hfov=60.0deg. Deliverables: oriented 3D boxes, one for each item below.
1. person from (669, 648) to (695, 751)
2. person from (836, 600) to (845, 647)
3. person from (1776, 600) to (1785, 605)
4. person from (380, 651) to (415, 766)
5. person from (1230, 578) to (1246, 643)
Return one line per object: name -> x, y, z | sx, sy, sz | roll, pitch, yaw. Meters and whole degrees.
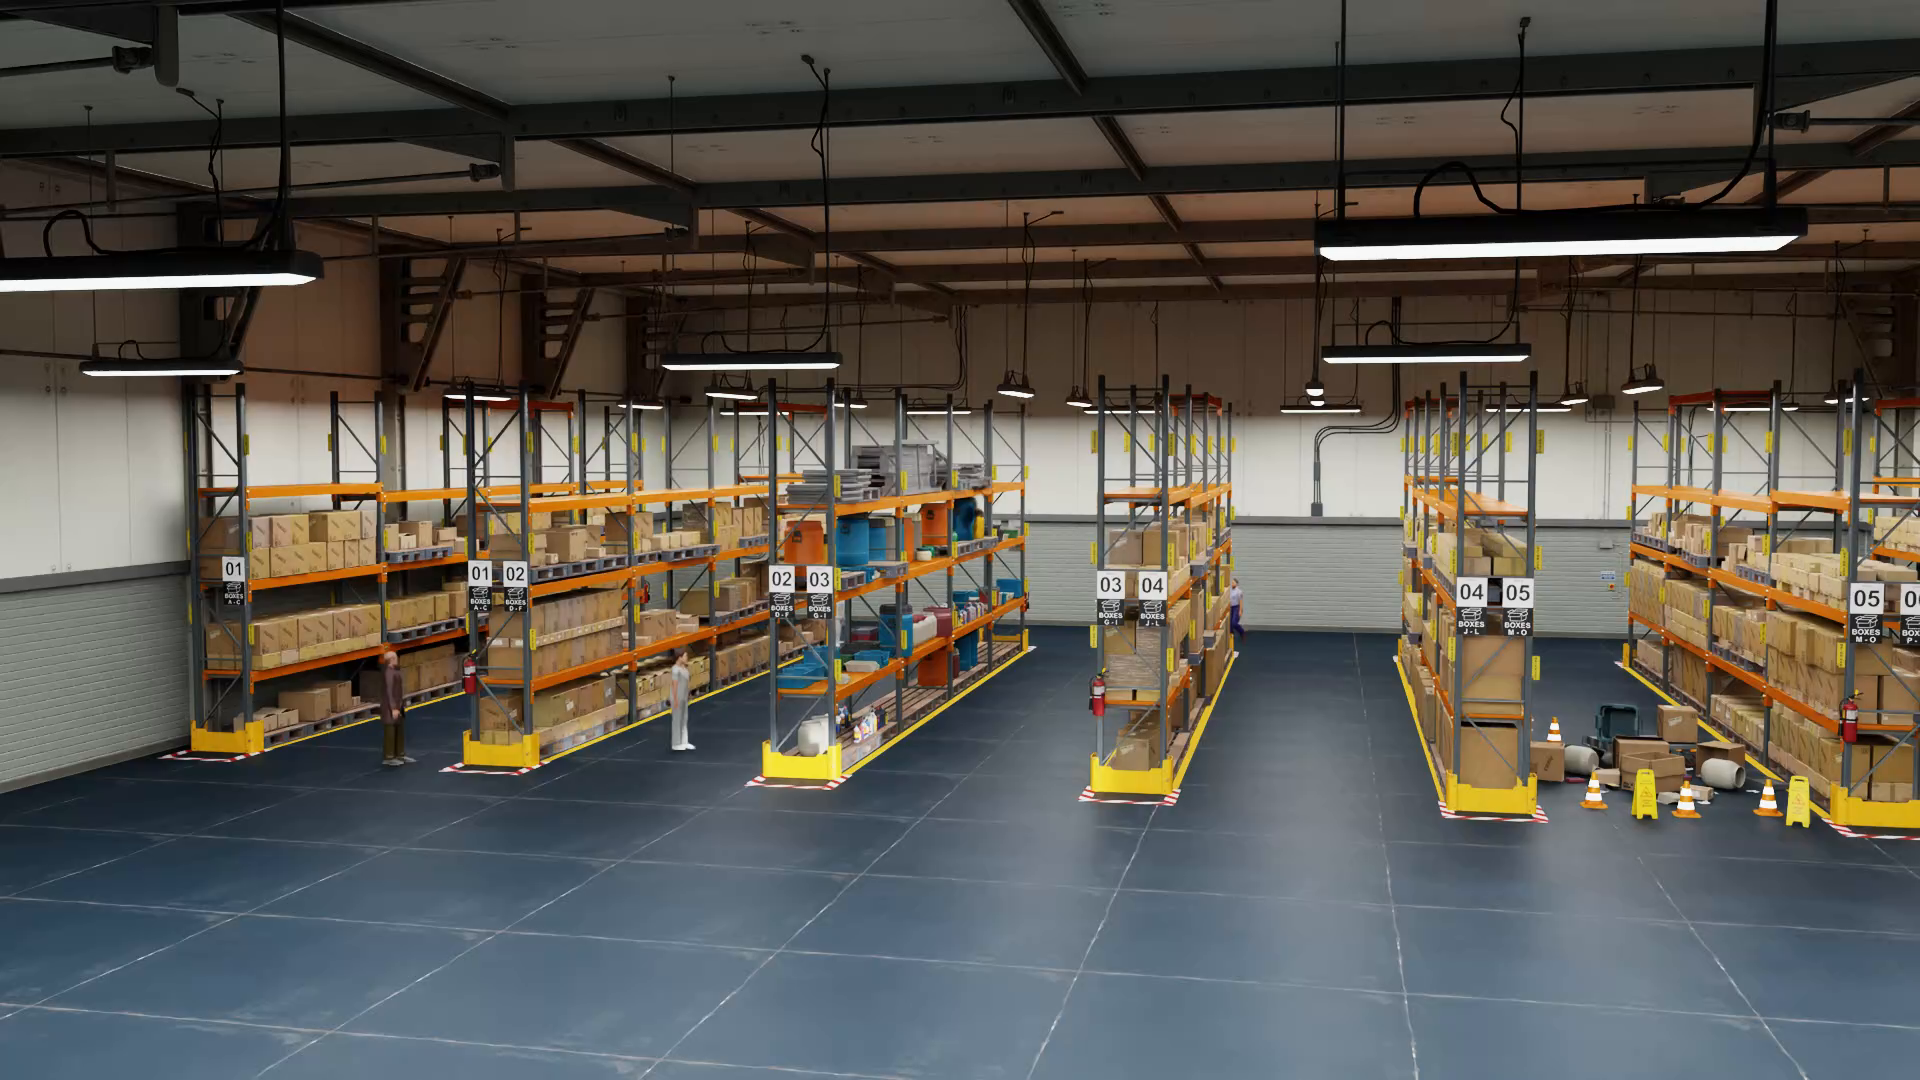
person -> -4.572, 2.613, 27.256 | 0.357, 1.669, 0.471 | 1, 3, 11
person -> -2.811, 1.874, 39.050 | 0.550, 1.787, 0.574 | 1, 4, 23
person -> 17.900, 2.107, 36.241 | 0.738, 1.727, 0.907 | -1, 4, -24
person -> -8.842, 2.632, 26.025 | 0.465, 1.790, 0.641 | 0, 3, -3
person -> 6.892, 1.788, 41.724 | 0.503, 1.629, 0.504 | -2, 4, -33
